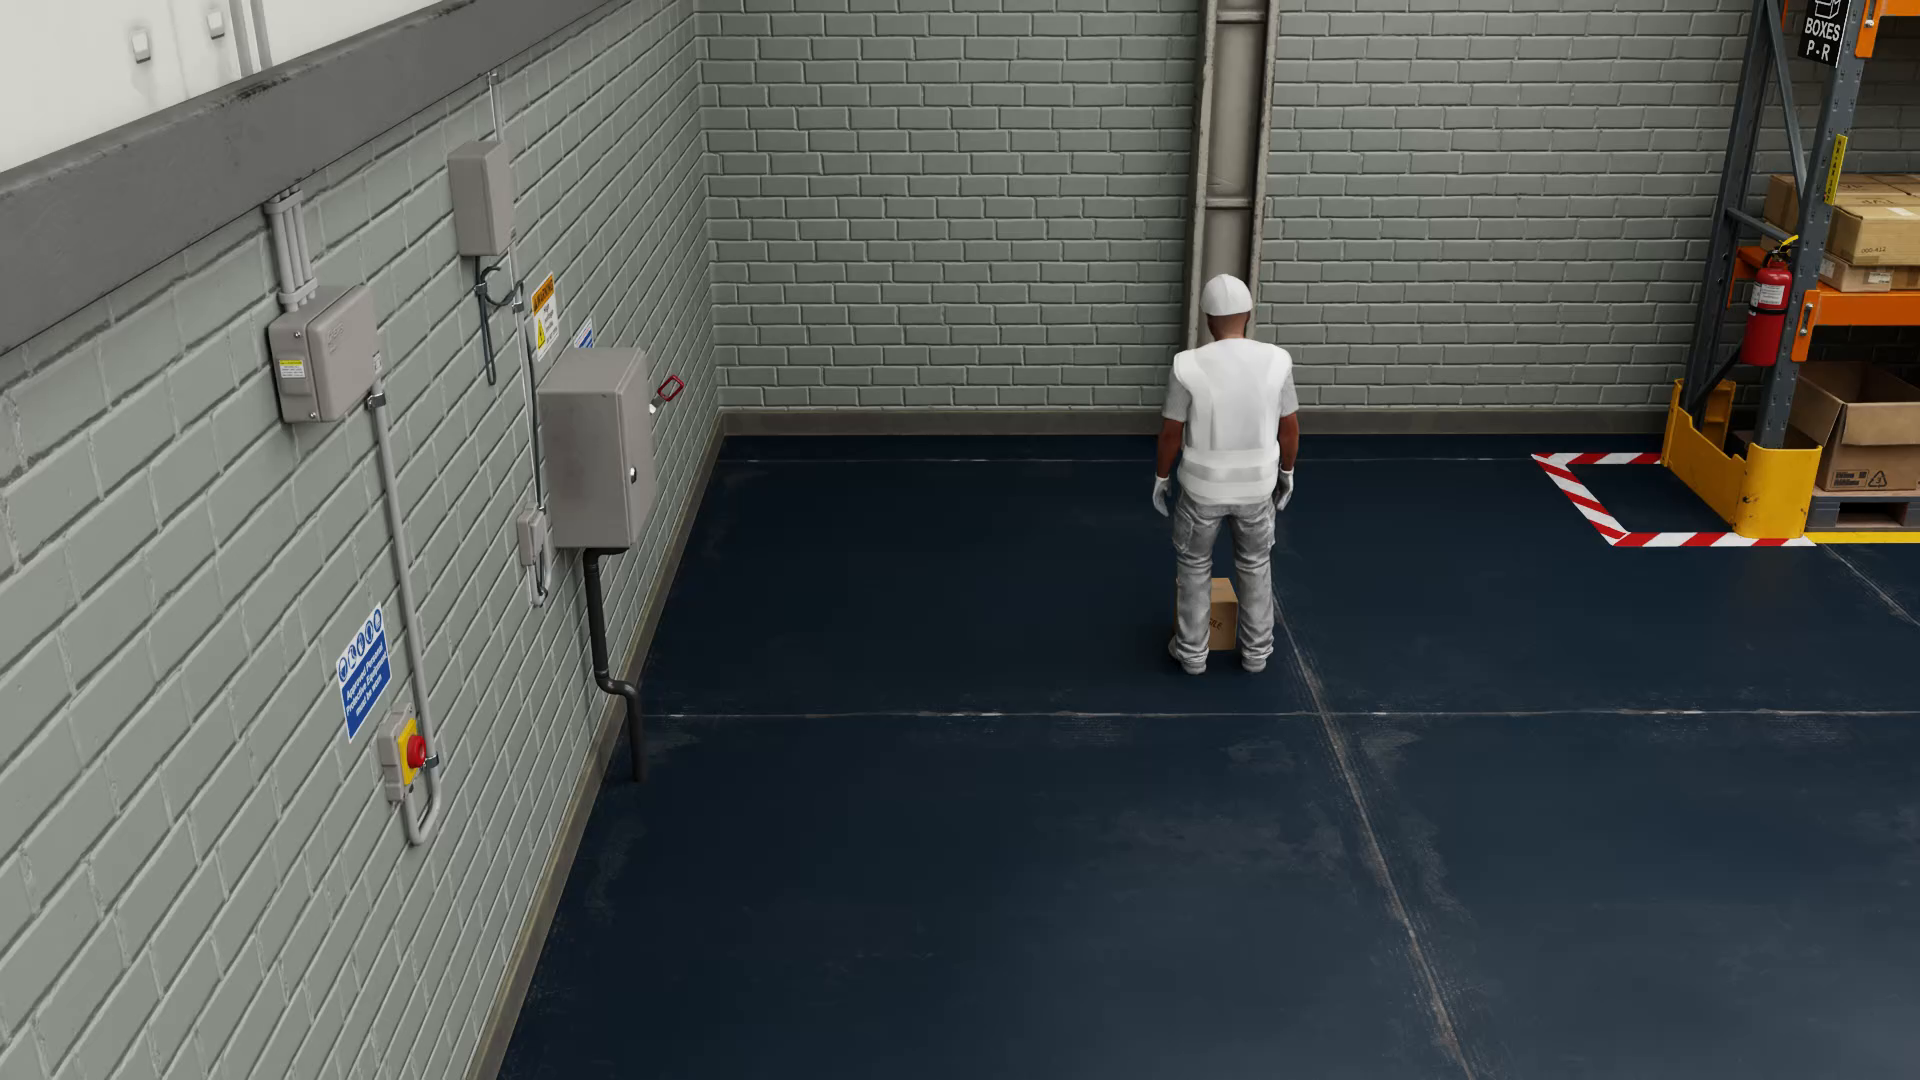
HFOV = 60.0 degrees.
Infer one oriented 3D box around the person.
[{"bbox_3d":[1.140,-0.258,7.172,0.622,1.773,0.450,-2,24,-4],"label":"person"}]
